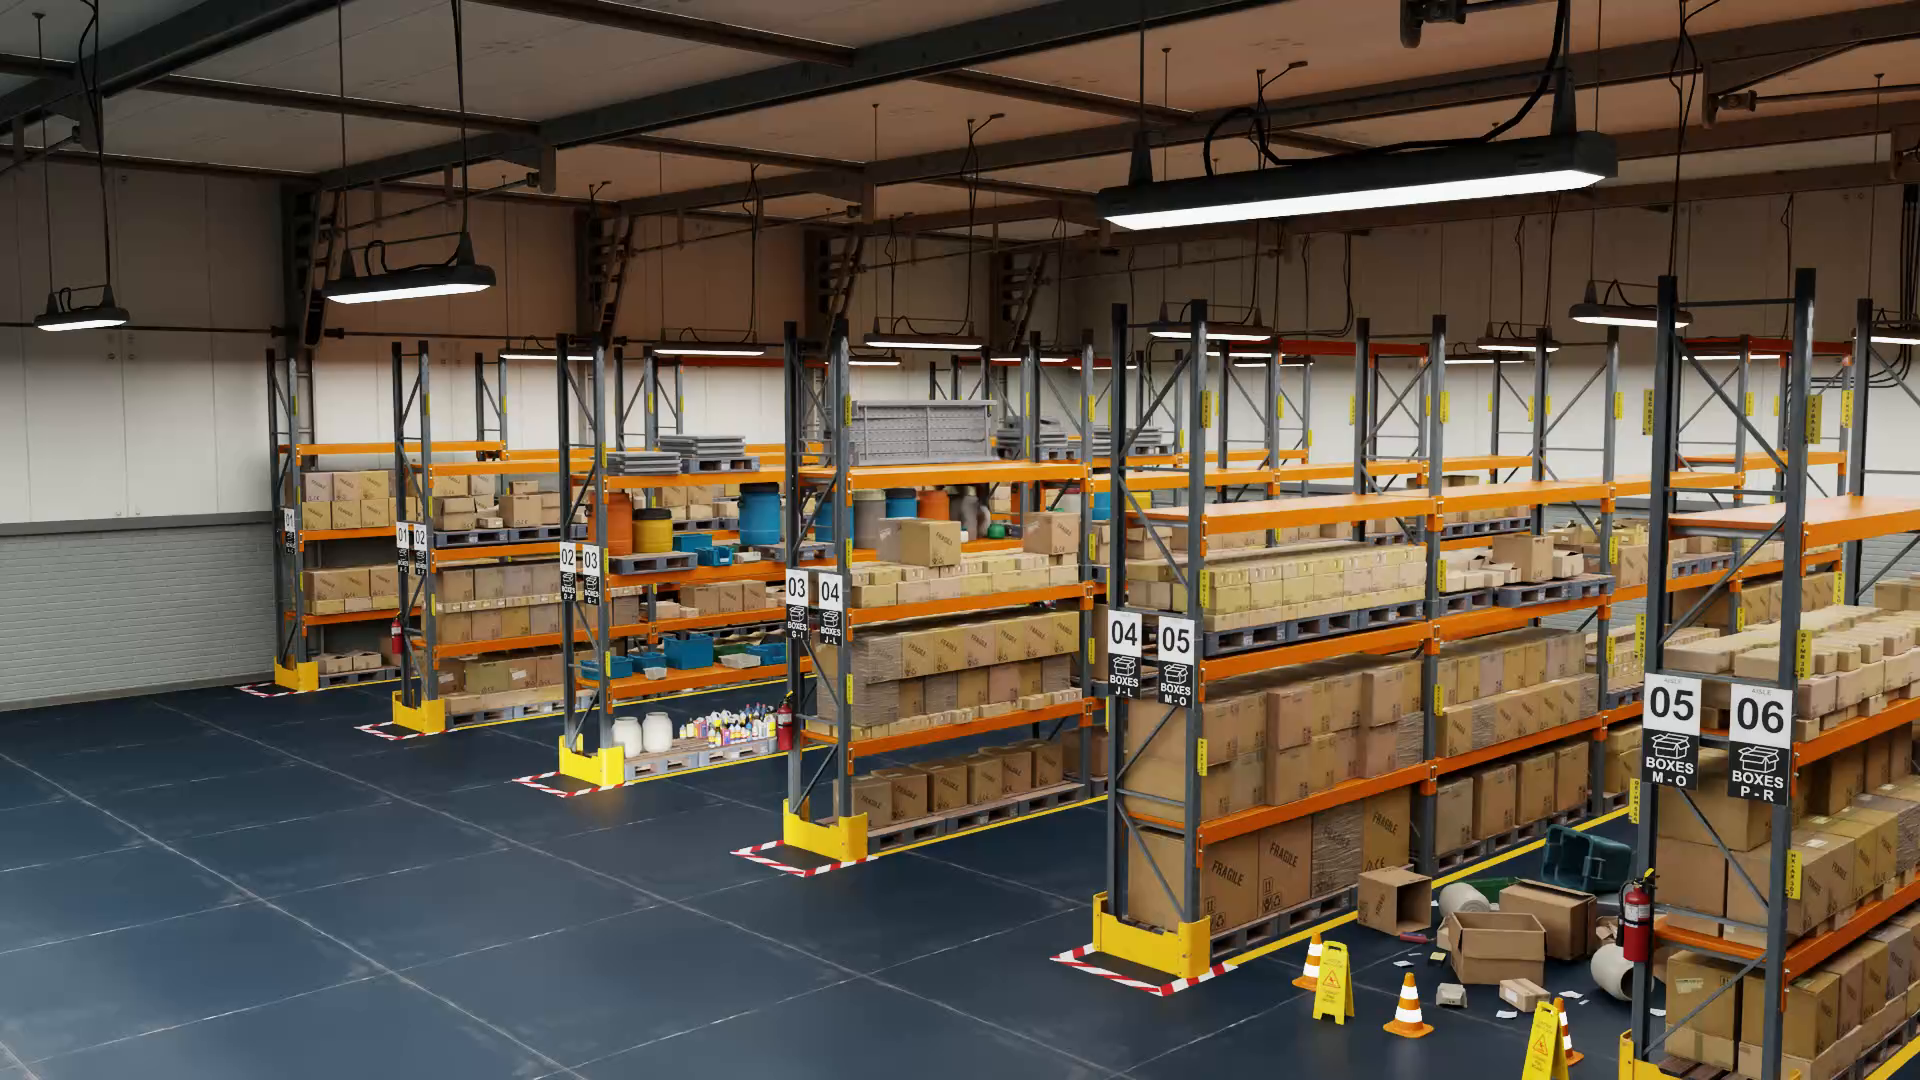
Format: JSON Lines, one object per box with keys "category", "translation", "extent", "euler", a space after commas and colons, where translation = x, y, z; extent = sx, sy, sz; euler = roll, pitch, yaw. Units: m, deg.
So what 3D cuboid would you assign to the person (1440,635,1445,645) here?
{"category": "person", "translation": [7.180, 2.144, 24.818], "extent": [0.774, 1.721, 0.697], "euler": [-2, 5, -22]}
